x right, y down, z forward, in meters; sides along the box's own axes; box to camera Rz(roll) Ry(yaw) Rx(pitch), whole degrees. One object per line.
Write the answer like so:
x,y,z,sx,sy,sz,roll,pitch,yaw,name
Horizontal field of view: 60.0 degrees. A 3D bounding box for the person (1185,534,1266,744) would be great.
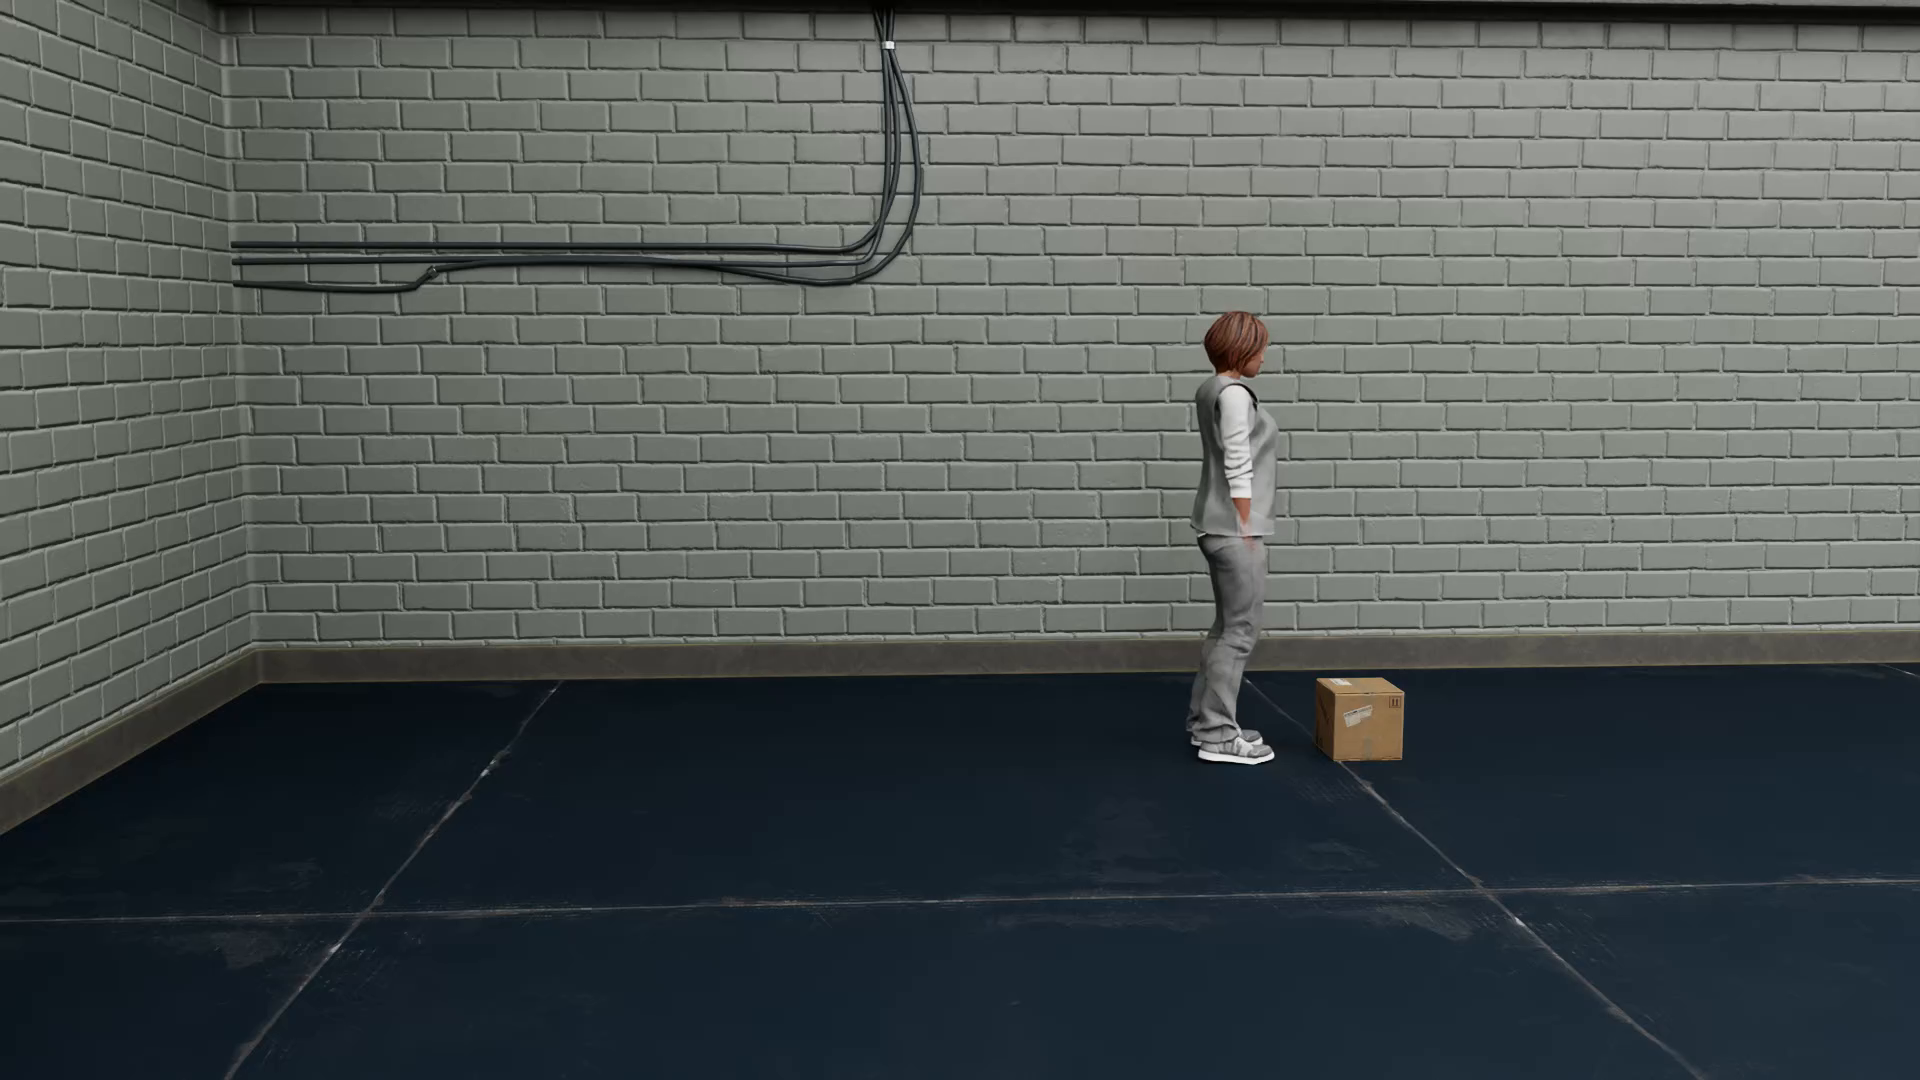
0.957,0.274,5.957,0.278,0.877,0.354,0,7,-3,person
